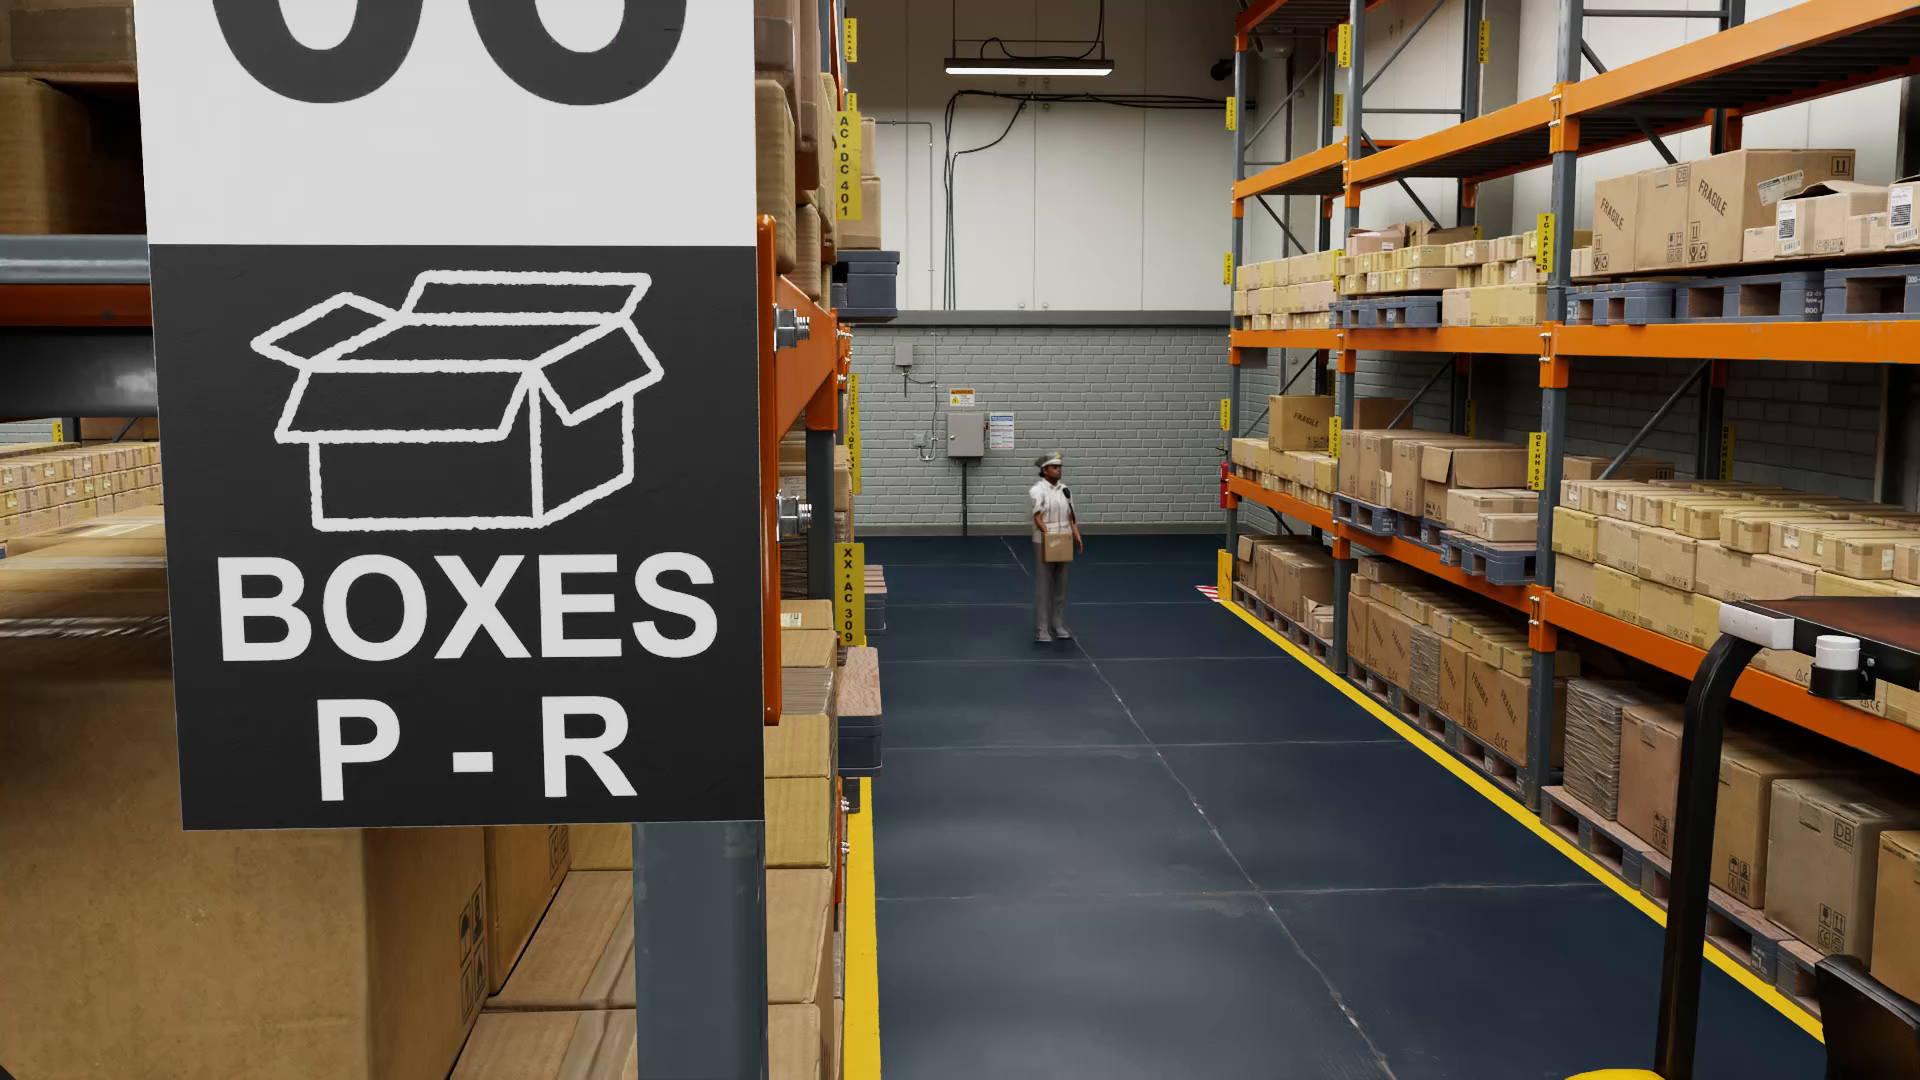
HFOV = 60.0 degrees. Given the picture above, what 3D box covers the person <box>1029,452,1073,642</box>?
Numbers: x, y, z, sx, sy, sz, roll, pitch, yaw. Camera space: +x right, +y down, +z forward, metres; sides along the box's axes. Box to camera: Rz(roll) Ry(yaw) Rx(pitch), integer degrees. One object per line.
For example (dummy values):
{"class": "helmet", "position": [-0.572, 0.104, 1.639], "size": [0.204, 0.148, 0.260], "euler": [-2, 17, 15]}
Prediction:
{"class": "person", "position": [0.842, 0.050, 15.170], "size": [0.513, 1.702, 0.466], "euler": [-5, 9, -36]}
